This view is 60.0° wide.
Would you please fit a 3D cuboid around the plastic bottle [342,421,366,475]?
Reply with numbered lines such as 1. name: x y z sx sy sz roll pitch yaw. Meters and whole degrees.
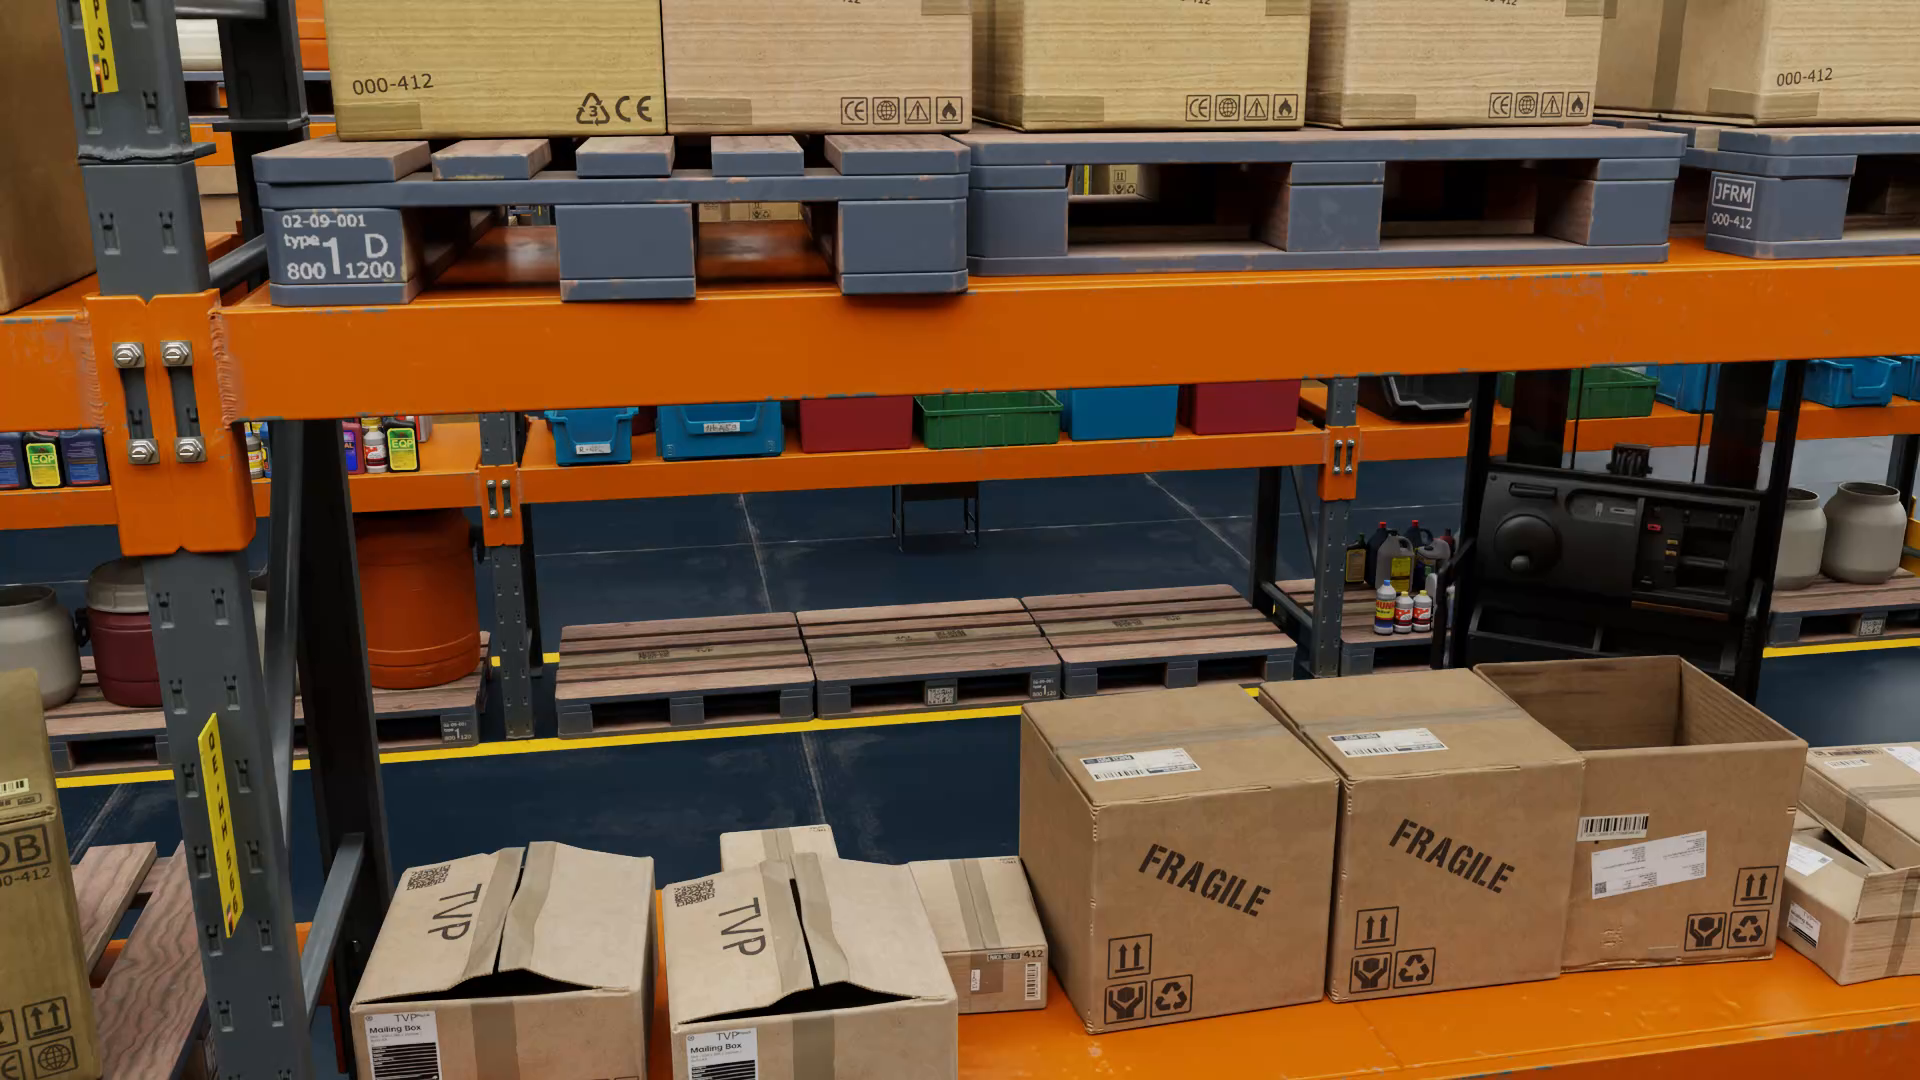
1. plastic bottle: -2.691 -0.429 7.297 0.133 0.283 0.061 -3 17 -10

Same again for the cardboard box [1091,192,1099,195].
1. cardboard box: 1.293 -2.491 13.135 0.500 0.500 0.875 -3 17 -10

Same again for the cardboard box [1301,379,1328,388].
1. cardboard box: 2.951 -1.420 13.867 0.500 0.500 0.500 -2 17 -5

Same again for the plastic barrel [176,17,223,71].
1. plastic barrel: -3.174 -2.109 6.982 0.301 0.262 0.301 0 17 0

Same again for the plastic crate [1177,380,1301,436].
1. plastic crate: 1.361 -0.781 8.137 0.583 0.464 0.402 -3 17 -10

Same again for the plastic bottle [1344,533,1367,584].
1. plastic bottle: 2.188 0.101 9.252 0.133 0.283 0.061 -2 17 -8

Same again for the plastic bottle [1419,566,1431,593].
1. plastic bottle: 2.466 0.275 8.686 0.133 0.283 0.061 -3 17 -10

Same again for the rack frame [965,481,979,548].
1. rack frame: 0.077 -1.008 10.518 0.015 2.100 0.400 -3 17 -10

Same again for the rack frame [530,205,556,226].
1. rack frame: -3.088 -2.071 12.444 0.127 3.000 1.000 -3 17 -10

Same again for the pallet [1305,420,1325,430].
1. pallet: 2.692 -1.077 13.959 1.213 0.211 1.003 -3 17 -10

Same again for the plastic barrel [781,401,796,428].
1. plastic barrel: -0.766 -0.839 8.243 0.421 0.512 0.421 0 17 0

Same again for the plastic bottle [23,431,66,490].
1. plastic bottle: -3.900 -0.360 7.074 0.133 0.283 0.061 -3 17 -10

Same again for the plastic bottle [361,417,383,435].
1. plastic bottle: -2.849 -0.613 8.037 0.097 0.201 0.097 0 17 0

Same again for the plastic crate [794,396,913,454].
1. plastic crate: -0.504 -0.675 7.792 0.583 0.464 0.402 -3 17 -10

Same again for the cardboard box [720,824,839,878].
1. cardboard box: -0.382 0.776 3.605 0.250 0.149 0.380 -3 17 -10

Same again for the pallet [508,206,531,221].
1. pallet: -4.609 -3.344 16.917 1.003 0.211 1.213 -3 17 -10

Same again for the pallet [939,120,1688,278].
1. pallet: 0.534 -0.685 3.146 1.213 0.211 1.003 -2 17 -8

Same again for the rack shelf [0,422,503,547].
1. rack shelf: -4.112 -0.188 7.539 4.000 0.370 1.077 -3 17 -10

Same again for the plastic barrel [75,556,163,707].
1. plastic barrel: -3.735 0.404 7.779 0.708 0.588 0.600 -3 17 -10

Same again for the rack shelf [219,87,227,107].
1. rack shelf: -5.052 -3.049 11.747 4.000 0.370 1.077 -3 17 -10

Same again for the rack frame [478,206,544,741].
1. rack frame: -2.149 -0.643 7.796 0.127 3.000 1.000 -3 17 -10

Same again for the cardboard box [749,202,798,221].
1. cardboard box: -1.954 -3.585 17.206 0.500 0.500 0.500 -3 17 -11

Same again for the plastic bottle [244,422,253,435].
1. plastic bottle: -3.456 -0.623 7.931 0.133 0.283 0.061 -3 17 -10

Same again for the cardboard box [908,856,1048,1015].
1. cardboard box: 0.029 0.818 3.467 0.250 0.149 0.380 -2 17 -6

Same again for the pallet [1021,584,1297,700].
1. pallet: 1.015 0.522 8.752 1.213 0.211 1.003 -3 17 -10

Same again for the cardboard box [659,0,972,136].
1. cardboard box: -0.267 -0.853 2.913 0.500 0.250 0.500 -3 17 -9

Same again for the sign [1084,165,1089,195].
1. sign: 0.948 -2.687 12.480 0.005 0.325 0.100 -3 17 -10

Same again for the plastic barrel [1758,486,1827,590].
1. plastic barrel: 4.582 -0.013 9.268 0.421 0.512 0.421 0 17 0

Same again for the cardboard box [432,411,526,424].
1. cardboard box: -3.770 -1.223 12.589 0.875 0.875 1.225 -4 18 -13

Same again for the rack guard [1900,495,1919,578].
1. rack guard: 5.640 0.124 9.556 0.348 0.500 1.175 -3 17 -10

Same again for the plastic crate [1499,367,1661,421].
1. plastic crate: 3.165 -0.759 8.533 0.662 0.188 0.450 -3 17 -10

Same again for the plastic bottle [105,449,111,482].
1. plastic bottle: -3.587 -0.378 7.132 0.133 0.283 0.061 -3 17 -10

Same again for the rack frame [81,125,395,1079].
1. rack frame: -1.213 0.785 3.146 0.127 3.000 1.000 -3 17 -10

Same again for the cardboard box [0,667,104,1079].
1. cardboard box: -1.810 0.604 2.850 0.500 0.500 0.700 -10 20 -29

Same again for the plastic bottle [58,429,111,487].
1. plastic bottle: -3.751 -0.413 7.132 0.185 0.351 0.144 -3 17 -10

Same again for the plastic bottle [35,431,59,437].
1. plastic bottle: -3.911 -0.378 7.131 0.133 0.283 0.061 -3 17 -10

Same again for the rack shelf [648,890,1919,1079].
1. rack shelf: 0.751 1.018 3.614 4.000 0.370 1.077 -3 17 -10

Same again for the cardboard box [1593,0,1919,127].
1. cardboard box: 1.569 -0.937 3.186 0.500 0.250 0.500 -5 18 -16

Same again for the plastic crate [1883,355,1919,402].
1. plastic crate: 5.271 -0.903 8.897 0.616 0.251 0.499 -3 17 -10

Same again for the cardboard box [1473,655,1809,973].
1. cardboard box: 1.440 0.582 3.637 0.500 0.500 0.500 -2 17 -6

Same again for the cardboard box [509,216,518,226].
1. cardboard box: -3.617 -2.170 12.597 0.500 0.500 0.500 -3 17 -9

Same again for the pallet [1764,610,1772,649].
1. pallet: 3.646 0.373 9.238 1.213 0.211 1.003 -3 17 -10

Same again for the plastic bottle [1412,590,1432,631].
1. plastic bottle: 2.374 0.359 8.551 0.097 0.201 0.097 0 17 0

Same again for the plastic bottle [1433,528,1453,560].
1. plastic bottle: 2.697 0.072 9.346 0.133 0.283 0.061 -2 17 -7

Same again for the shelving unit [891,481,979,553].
1. shelving unit: -0.163 -0.995 10.473 0.503 2.100 0.431 -3 17 -10

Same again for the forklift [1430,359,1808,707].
1. forklift: 2.277 -0.010 5.851 1.130 2.935 3.031 9 19 27
